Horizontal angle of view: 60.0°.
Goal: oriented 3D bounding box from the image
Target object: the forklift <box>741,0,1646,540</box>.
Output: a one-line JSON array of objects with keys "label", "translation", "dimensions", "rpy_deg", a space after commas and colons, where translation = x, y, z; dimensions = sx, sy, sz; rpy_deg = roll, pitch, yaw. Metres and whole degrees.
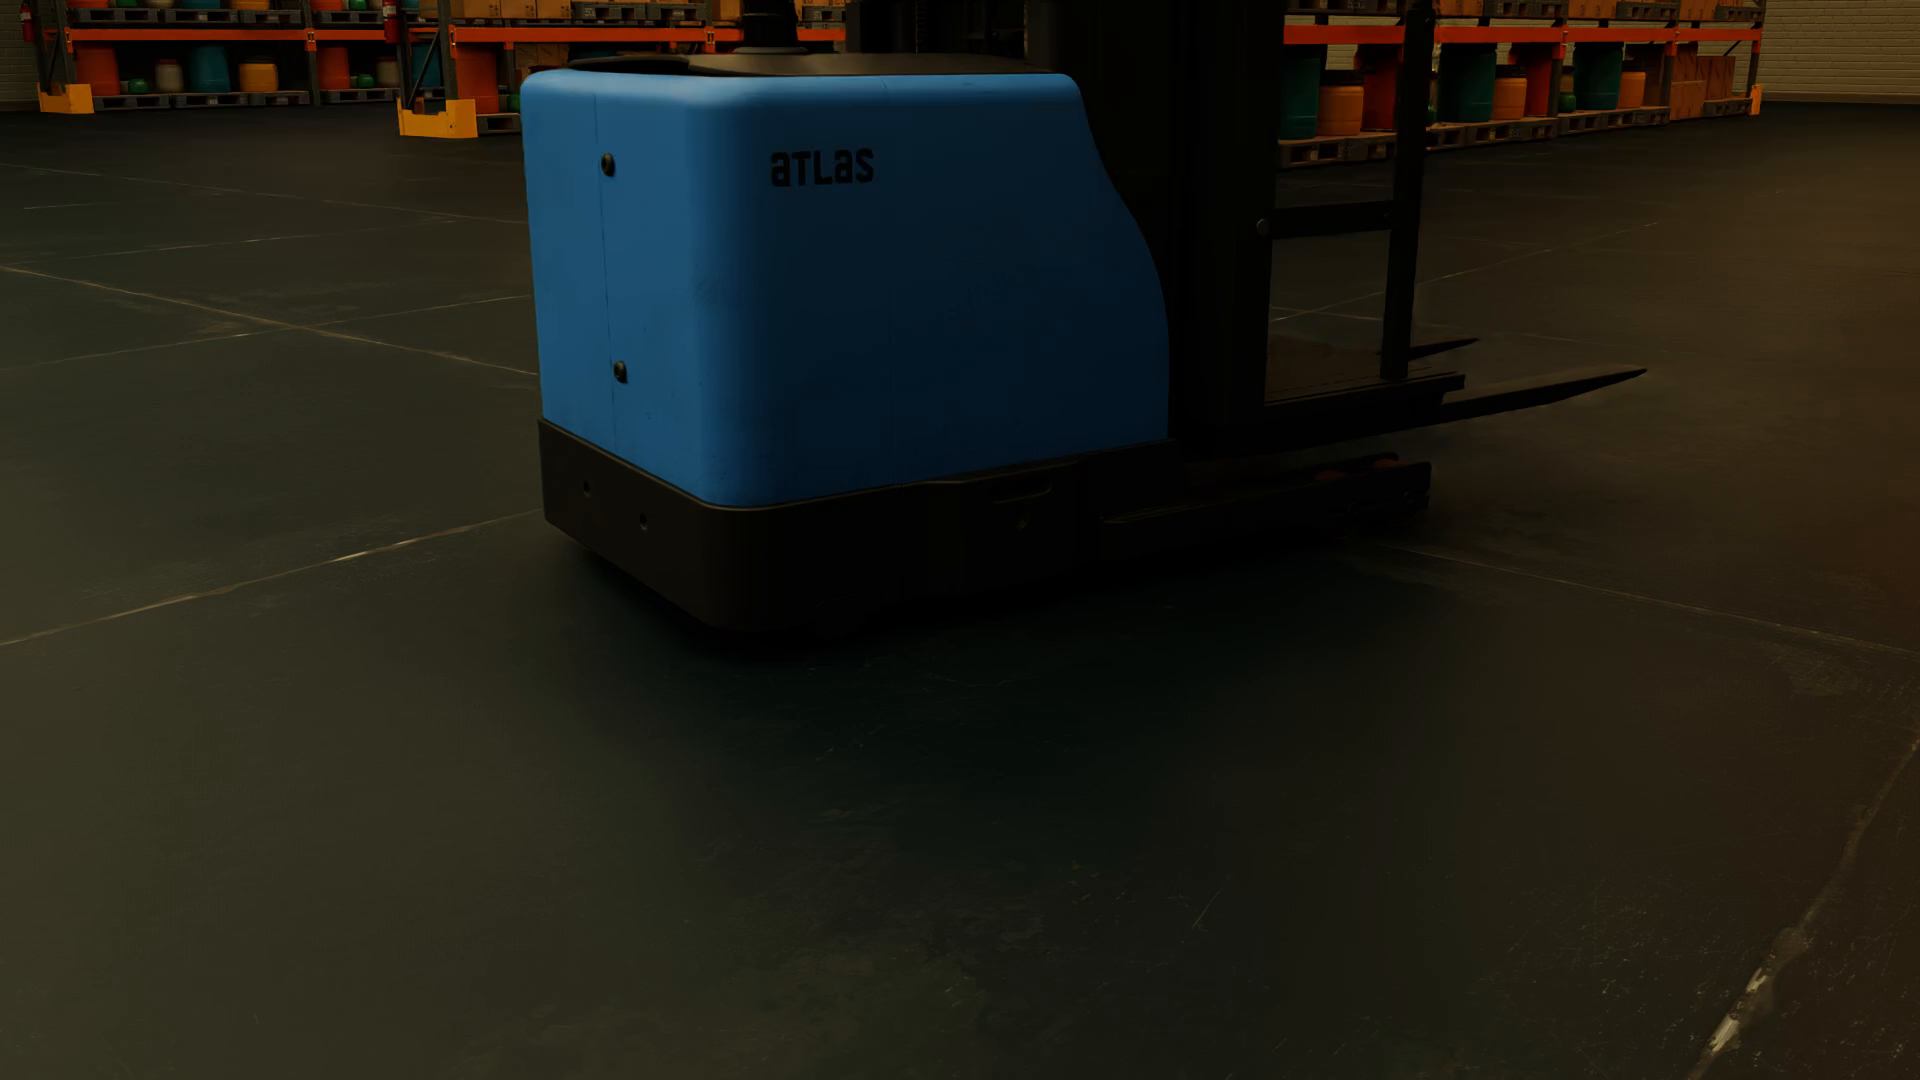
[{"label": "forklift", "translation": [0.542, -1.518, 3.896], "dimensions": [3.031, 2.935, 1.121], "rpy_deg": [-11, 20, -32]}]
